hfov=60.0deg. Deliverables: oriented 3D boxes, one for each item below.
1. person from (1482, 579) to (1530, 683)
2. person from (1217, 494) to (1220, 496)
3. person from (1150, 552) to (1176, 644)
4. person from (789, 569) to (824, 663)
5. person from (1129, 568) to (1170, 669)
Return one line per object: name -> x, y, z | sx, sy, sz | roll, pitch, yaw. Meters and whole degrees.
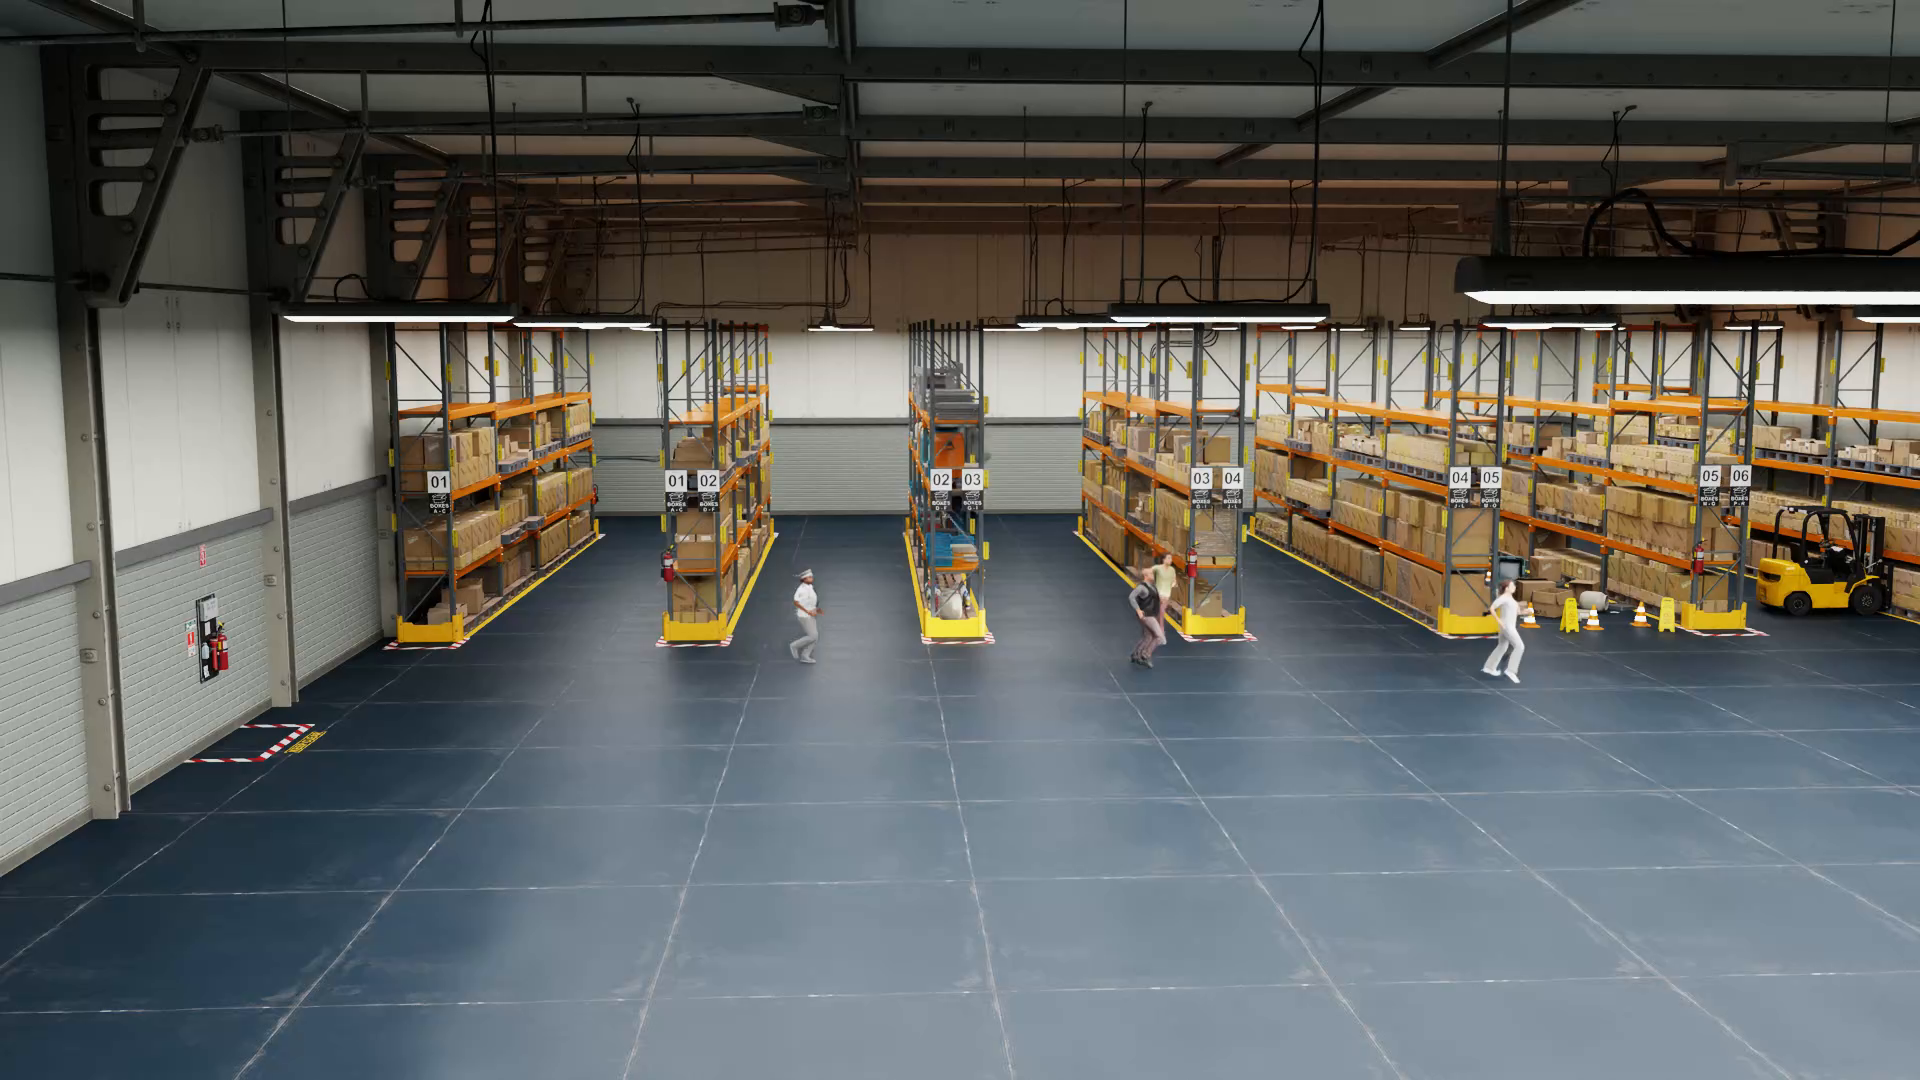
person -> 9.059, 1.498, 27.567 | 0.738, 1.721, 0.531 | 4, 8, 26
person -> 7.164, -0.955, 47.185 | 0.775, 1.756, 0.660 | 2, 7, 13
person -> 3.809, 1.045, 31.329 | 0.602, 1.662, 0.932 | -4, 8, -28
person -> -2.686, 1.321, 29.043 | 0.549, 1.654, 0.556 | 2, 7, 15
person -> 3.257, 1.347, 28.608 | 0.703, 1.726, 0.630 | 3, 8, 22
